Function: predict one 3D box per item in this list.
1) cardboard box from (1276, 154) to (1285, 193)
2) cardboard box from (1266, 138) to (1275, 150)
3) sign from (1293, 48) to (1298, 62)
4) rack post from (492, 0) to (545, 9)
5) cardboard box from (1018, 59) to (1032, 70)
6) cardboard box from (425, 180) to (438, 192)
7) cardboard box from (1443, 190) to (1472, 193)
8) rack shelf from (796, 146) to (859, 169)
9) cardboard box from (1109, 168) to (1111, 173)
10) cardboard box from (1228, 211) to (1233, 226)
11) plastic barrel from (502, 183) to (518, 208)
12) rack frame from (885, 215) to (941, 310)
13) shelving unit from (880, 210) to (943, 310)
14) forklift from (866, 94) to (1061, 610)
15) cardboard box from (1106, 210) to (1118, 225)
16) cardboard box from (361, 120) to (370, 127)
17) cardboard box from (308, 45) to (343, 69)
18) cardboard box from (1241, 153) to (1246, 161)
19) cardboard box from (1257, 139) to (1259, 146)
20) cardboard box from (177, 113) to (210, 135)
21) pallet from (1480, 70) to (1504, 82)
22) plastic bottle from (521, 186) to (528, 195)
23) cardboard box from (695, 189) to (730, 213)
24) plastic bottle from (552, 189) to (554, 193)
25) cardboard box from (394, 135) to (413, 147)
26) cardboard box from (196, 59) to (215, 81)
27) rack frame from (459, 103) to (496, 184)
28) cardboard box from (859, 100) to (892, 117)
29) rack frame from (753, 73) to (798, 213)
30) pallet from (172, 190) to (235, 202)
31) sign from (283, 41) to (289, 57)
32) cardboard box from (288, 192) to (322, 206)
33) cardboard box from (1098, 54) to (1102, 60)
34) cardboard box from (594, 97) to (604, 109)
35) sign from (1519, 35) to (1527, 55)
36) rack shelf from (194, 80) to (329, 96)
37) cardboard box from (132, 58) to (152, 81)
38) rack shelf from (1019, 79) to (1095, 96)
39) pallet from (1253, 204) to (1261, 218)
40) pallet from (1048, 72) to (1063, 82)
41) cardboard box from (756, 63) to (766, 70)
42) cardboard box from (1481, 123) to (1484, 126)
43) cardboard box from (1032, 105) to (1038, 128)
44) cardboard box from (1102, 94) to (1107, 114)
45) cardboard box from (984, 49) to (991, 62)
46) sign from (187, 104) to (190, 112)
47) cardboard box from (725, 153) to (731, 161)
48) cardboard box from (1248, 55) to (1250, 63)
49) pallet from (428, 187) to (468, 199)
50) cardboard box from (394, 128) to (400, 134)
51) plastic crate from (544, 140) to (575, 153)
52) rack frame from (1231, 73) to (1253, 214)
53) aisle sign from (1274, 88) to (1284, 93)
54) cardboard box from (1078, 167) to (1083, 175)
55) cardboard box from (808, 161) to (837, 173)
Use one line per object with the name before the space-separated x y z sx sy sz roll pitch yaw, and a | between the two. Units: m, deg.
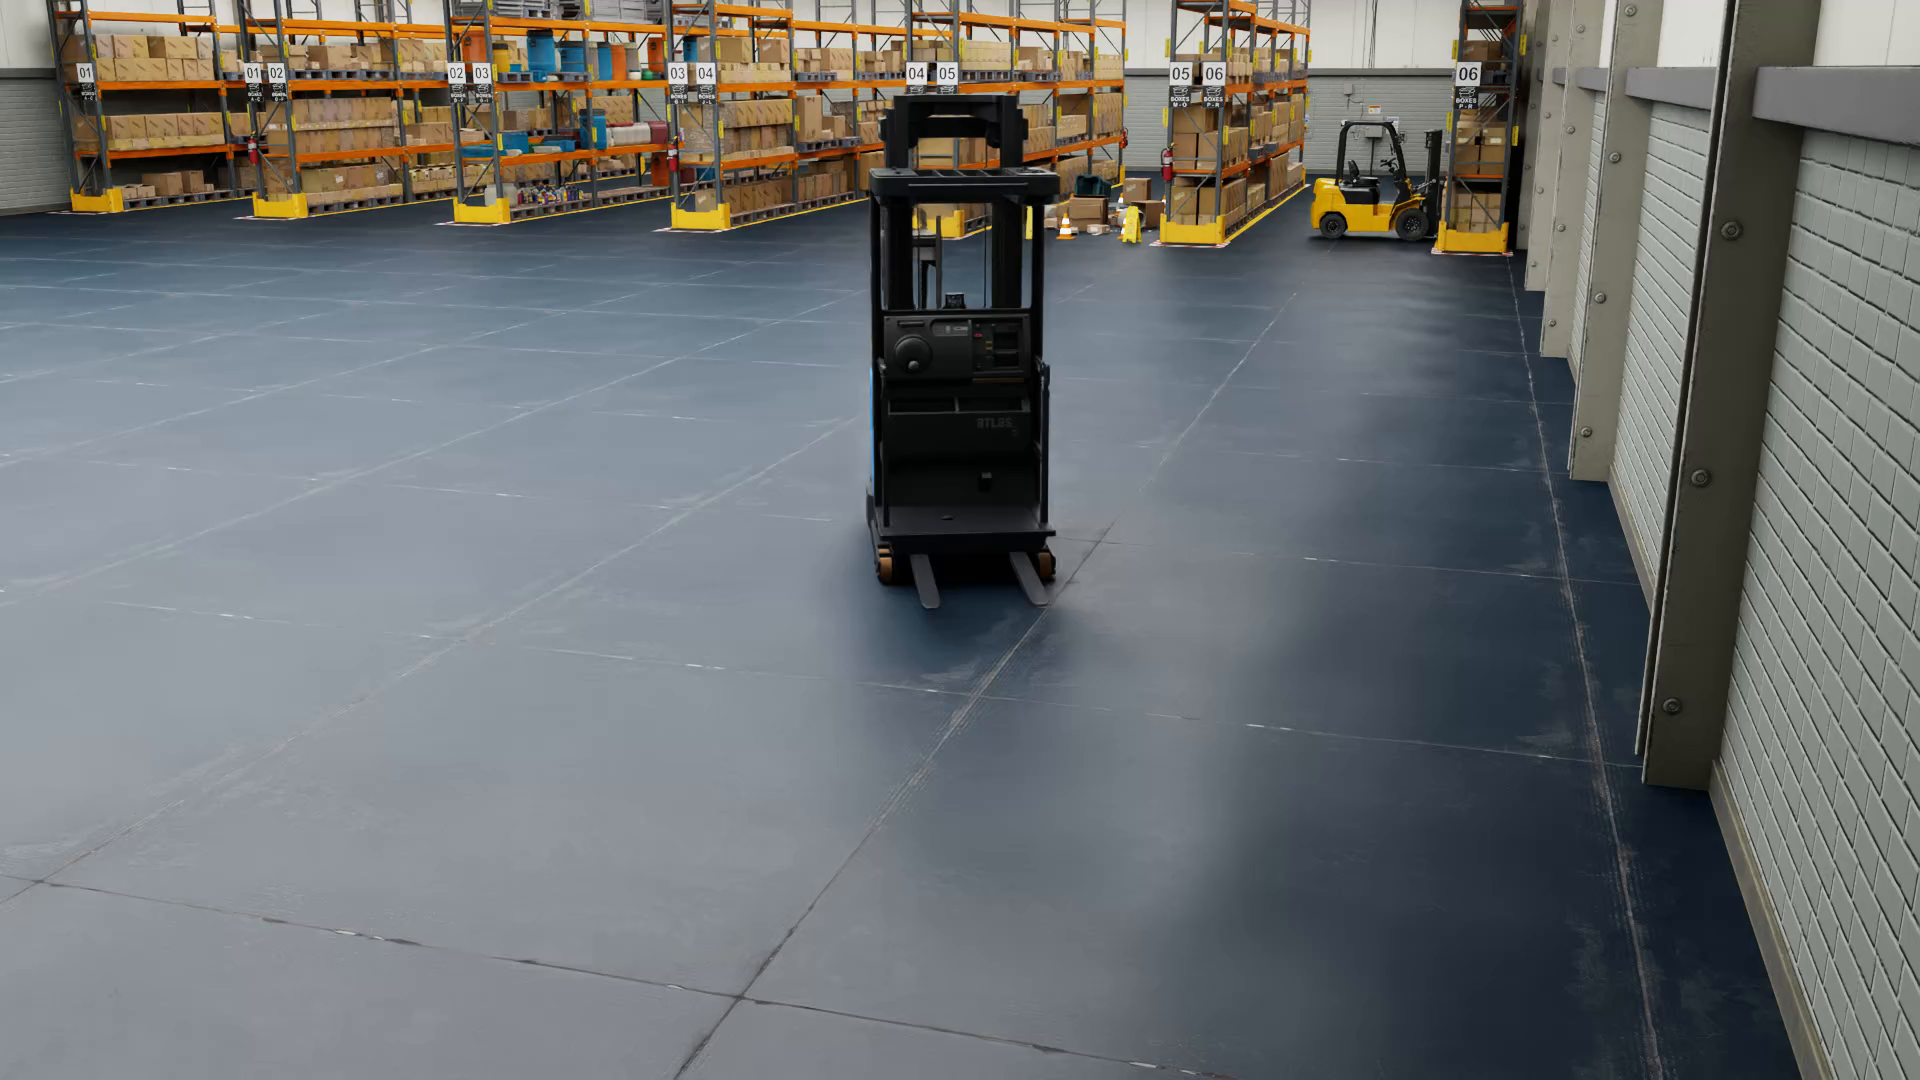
cardboard box | 7.332 -8.853 40.169 0.875 0.875 0.875 5 17 17
cardboard box | 6.924 -9.068 38.079 0.500 0.250 0.500 4 16 15
sign | 8.203 -11.882 40.703 0.100 0.325 0.005 5 16 16
rack post | -9.459 -11.451 35.348 0.937 0.300 0.954 4 16 15
cardboard box | 1.367 -10.445 36.452 0.396 0.266 0.258 5 16 16
cardboard box | -13.093 -8.622 40.501 0.500 0.250 0.500 5 17 17
cardboard box | 9.002 -6.194 30.107 0.500 0.250 0.500 5 17 17
rack shelf | -3.526 -8.931 38.639 1.077 0.370 4.000 5 16 16
cardboard box | 3.885 -10.023 45.080 0.380 0.149 0.250 5 17 17
cardboard box | 4.917 -6.141 31.752 0.500 0.250 0.500 5 17 18
plastic barrel | -9.724 -7.406 35.733 0.421 0.512 0.421 0 16 0
rack frame | -0.330 -1.256 11.909 0.400 2.100 0.015 -4 16 -13
shelving unit | -0.386 -1.321 12.137 0.431 2.100 0.503 -4 16 -13
forklift | 0.007 -1.237 10.321 1.130 2.935 3.031 -1 16 -5
cardboard box | 3.118 -6.624 34.195 0.258 0.266 0.396 -7 17 -23
cardboard box | -13.754 -9.530 38.058 0.380 0.149 0.250 5 16 16
cardboard box | -13.994 -10.651 36.676 0.500 0.500 0.500 5 16 16
cardboard box | 5.544 -7.691 33.409 0.380 0.149 0.250 5 17 17
cardboard box | 6.139 -8.460 35.350 0.380 0.149 0.250 5 17 16
cardboard box | -18.316 -9.926 39.691 0.500 0.500 0.500 5 16 16
pallet | 9.949 -8.777 31.442 1.003 0.211 1.213 5 16 16
plastic bottle | -9.698 -7.687 36.982 0.144 0.351 0.185 5 17 18
cardboard box | -5.038 -6.869 33.861 0.500 0.500 0.500 8 18 26
plastic bottle | -9.048 -7.683 37.092 0.061 0.283 0.133 5 16 16
cardboard box | -13.493 -9.583 39.894 0.500 0.250 0.500 6 17 19
cardboard box | -18.249 -11.255 39.797 0.500 0.500 0.500 5 17 17
rack frame | -12.455 -10.570 43.097 1.000 3.000 0.127 5 16 16
cardboard box | -2.201 -11.031 42.703 0.797 0.503 0.637 5 17 16
rack frame | -4.094 -8.754 36.696 1.000 3.000 0.127 5 16 16
pallet | -18.499 -8.386 40.510 1.003 0.211 1.213 5 16 16
sign | -14.198 -10.334 35.021 0.100 0.325 0.005 5 16 16
cardboard box | -14.362 -7.479 36.470 0.500 0.250 0.500 5 16 16
cardboard box | 3.465 -12.500 43.032 0.380 0.149 0.250 4 16 14
cardboard box | -10.621 -12.516 47.944 0.500 0.500 0.500 4 16 14
sign | 9.561 -8.412 28.246 0.100 0.325 0.005 5 16 16
rack shelf | -17.773 -11.527 42.292 1.077 0.370 4.000 5 16 16
cardboard box | -18.813 -10.703 37.849 0.500 0.500 0.500 5 17 18
rack shelf | 2.337 -11.010 40.470 1.077 0.370 4.000 5 16 16
pallet | 5.972 -7.168 36.214 1.003 0.211 1.213 5 16 16
pallet | 1.637 -10.569 37.944 1.213 0.211 1.003 5 17 18
cardboard box | -4.279 -9.864 34.656 0.380 0.149 0.250 5 17 18
cardboard box | 11.405 -8.907 35.865 0.380 0.149 0.250 5 17 18
cardboard box | 1.346 -9.535 37.434 0.700 0.500 0.500 4 16 15
cardboard box | 3.573 -11.474 43.723 0.500 0.500 0.500 5 17 17
cardboard box | 0.308 -9.563 32.828 0.500 0.250 0.500 5 16 16
sign | -18.875 -10.505 40.749 0.100 0.325 0.005 5 16 16
cardboard box | -4.832 -7.707 33.463 0.380 0.149 0.250 5 16 16
cardboard box | 5.526 -9.518 32.890 0.380 0.149 0.250 4 16 14
pallet | -13.074 -8.698 41.607 1.003 0.211 1.213 5 16 16
cardboard box | -16.078 -11.572 47.054 0.380 0.149 0.250 5 16 16
plastic crate | -8.897 -8.756 36.975 0.499 0.251 0.616 5 16 16
rack frame | 5.407 -7.986 33.986 1.000 3.000 0.127 5 16 16
aisle sign | 8.560 -12.417 44.846 0.394 0.787 0.004 5 16 16
cardboard box | 2.791 -9.088 41.685 0.500 0.500 0.500 4 16 15
cardboard box | -3.260 -8.853 39.446 0.500 0.250 0.500 7 17 22
